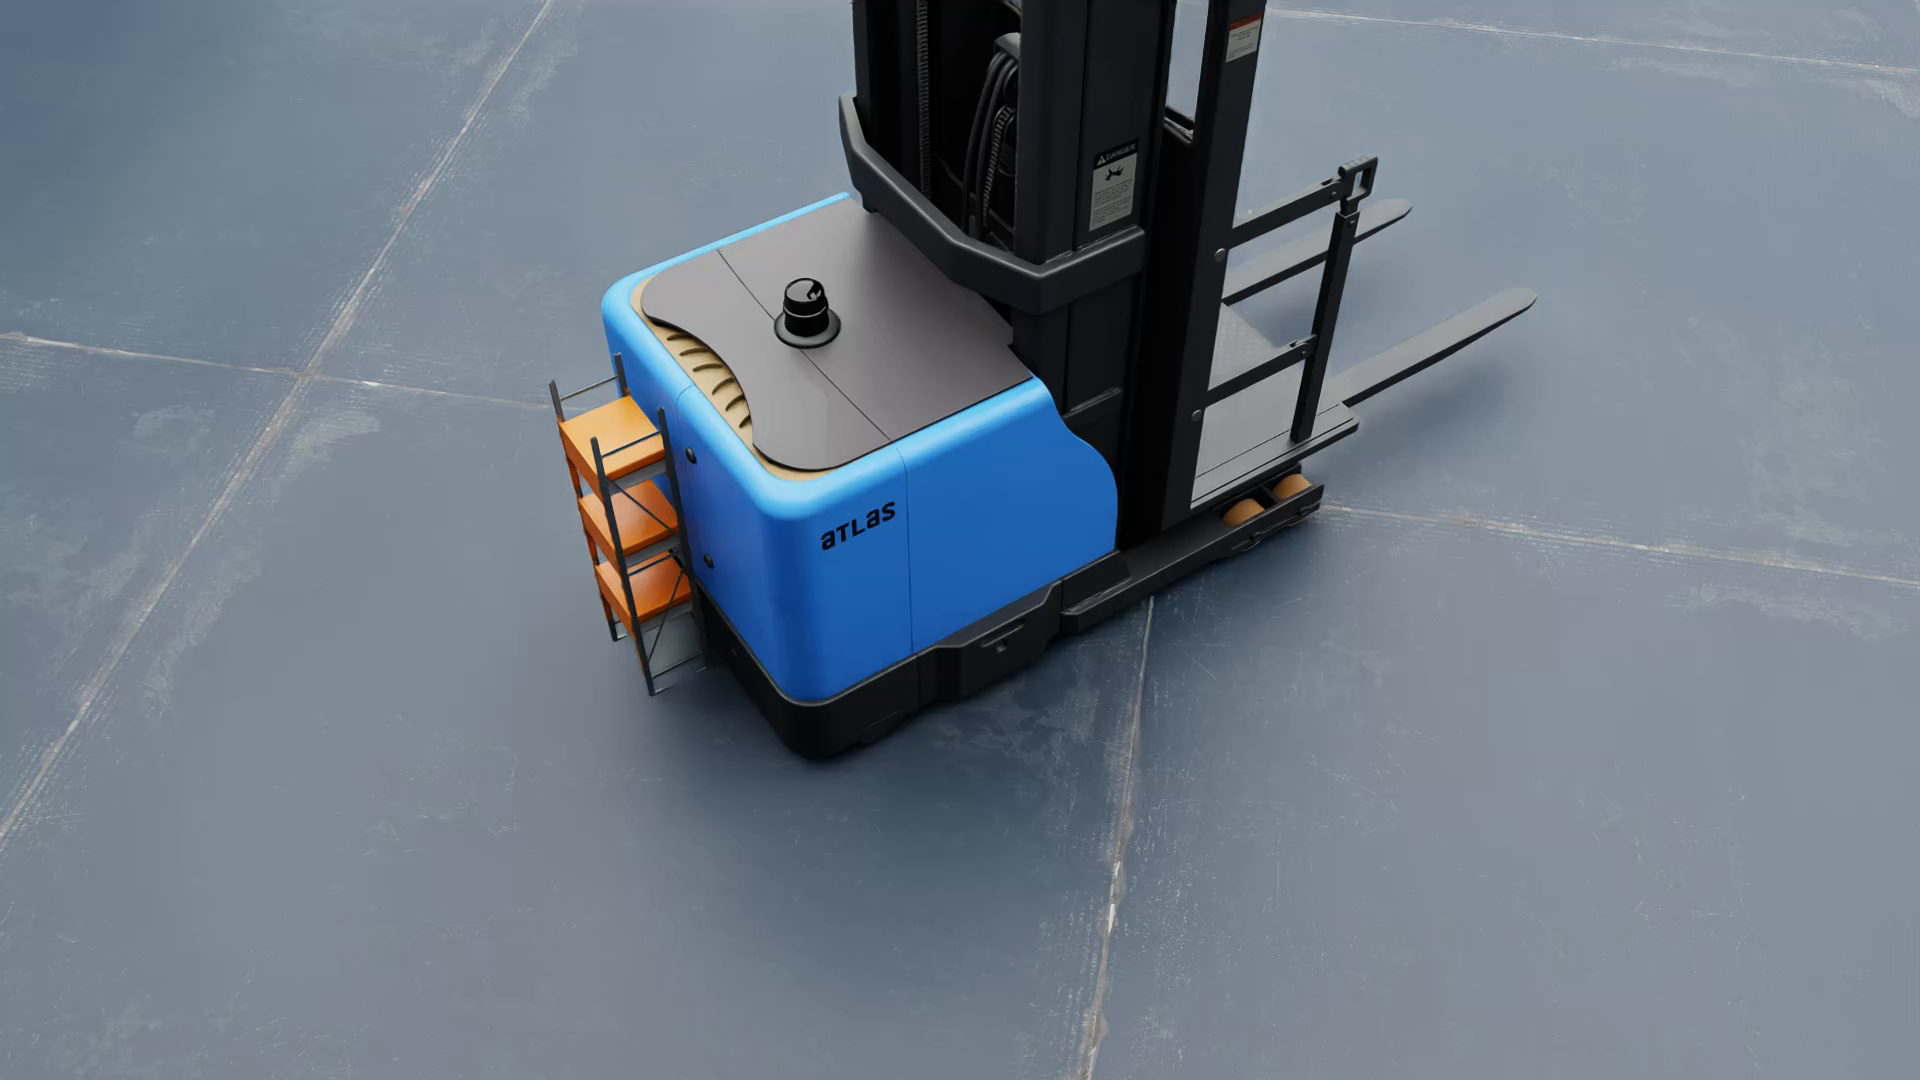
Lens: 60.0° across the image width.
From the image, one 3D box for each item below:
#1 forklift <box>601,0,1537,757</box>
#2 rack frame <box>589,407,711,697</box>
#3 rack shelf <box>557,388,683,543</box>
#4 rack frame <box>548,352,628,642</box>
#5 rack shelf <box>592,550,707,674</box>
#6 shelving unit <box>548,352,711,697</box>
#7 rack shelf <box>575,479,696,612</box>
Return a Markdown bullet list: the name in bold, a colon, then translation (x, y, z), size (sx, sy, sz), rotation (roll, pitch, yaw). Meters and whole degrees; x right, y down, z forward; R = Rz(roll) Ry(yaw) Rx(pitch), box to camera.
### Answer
- **forklift**: translation (0.538, -1.247, 4.400), size (3.031, 2.935, 1.130), rotation (-26, 53, -22)
- **rack frame**: translation (-0.820, 0.063, 4.487), size (0.200, 1.050, 0.008), rotation (-26, 53, -22)
- **rack shelf**: translation (-0.888, -0.195, 4.352), size (0.215, 0.259, 0.240), rotation (-26, 53, -22)
- **rack frame**: translation (-0.956, -0.088, 4.623), size (0.200, 1.050, 0.008), rotation (-26, 53, -22)
- **rack shelf**: translation (-0.888, 0.180, 4.770), size (0.215, 0.259, 0.240), rotation (-26, 53, -22)
- **shelving unit**: translation (-0.888, -0.012, 4.555), size (0.215, 1.050, 0.252), rotation (-26, 53, -22)
- **rack shelf**: translation (-0.888, -0.005, 4.563), size (0.215, 0.259, 0.240), rotation (-26, 53, -22)
